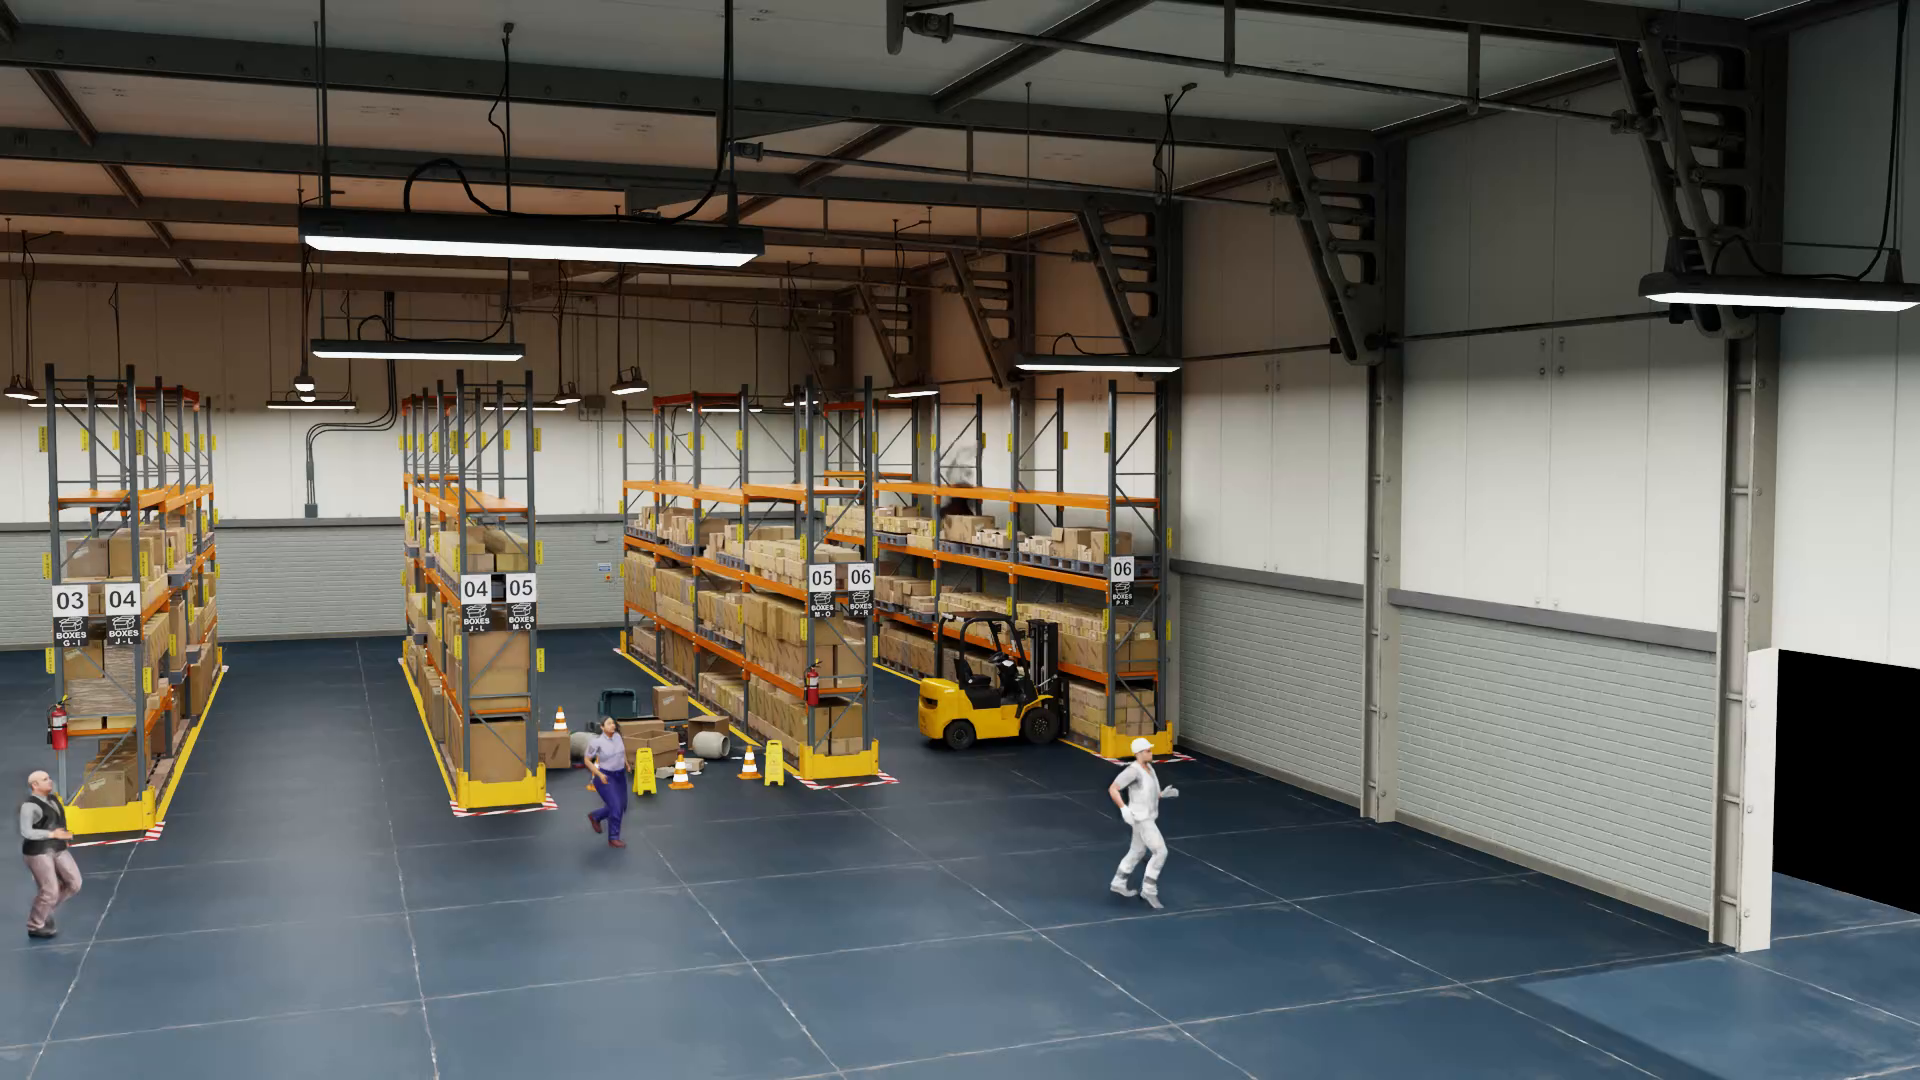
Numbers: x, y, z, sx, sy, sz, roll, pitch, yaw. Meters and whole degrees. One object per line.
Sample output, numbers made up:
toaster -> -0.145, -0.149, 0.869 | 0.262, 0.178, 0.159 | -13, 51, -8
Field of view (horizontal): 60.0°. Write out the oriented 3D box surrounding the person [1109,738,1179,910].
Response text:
person -> 1.982, 3.056, 17.971 | 0.763, 1.838, 0.641 | 1, 4, 22

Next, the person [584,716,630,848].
person -> -4.403, 2.996, 20.731 | 0.668, 1.616, 0.594 | 2, 4, 33

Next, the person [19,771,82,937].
person -> -9.182, 3.164, 16.831 | 0.590, 1.677, 0.648 | 0, 3, 4
